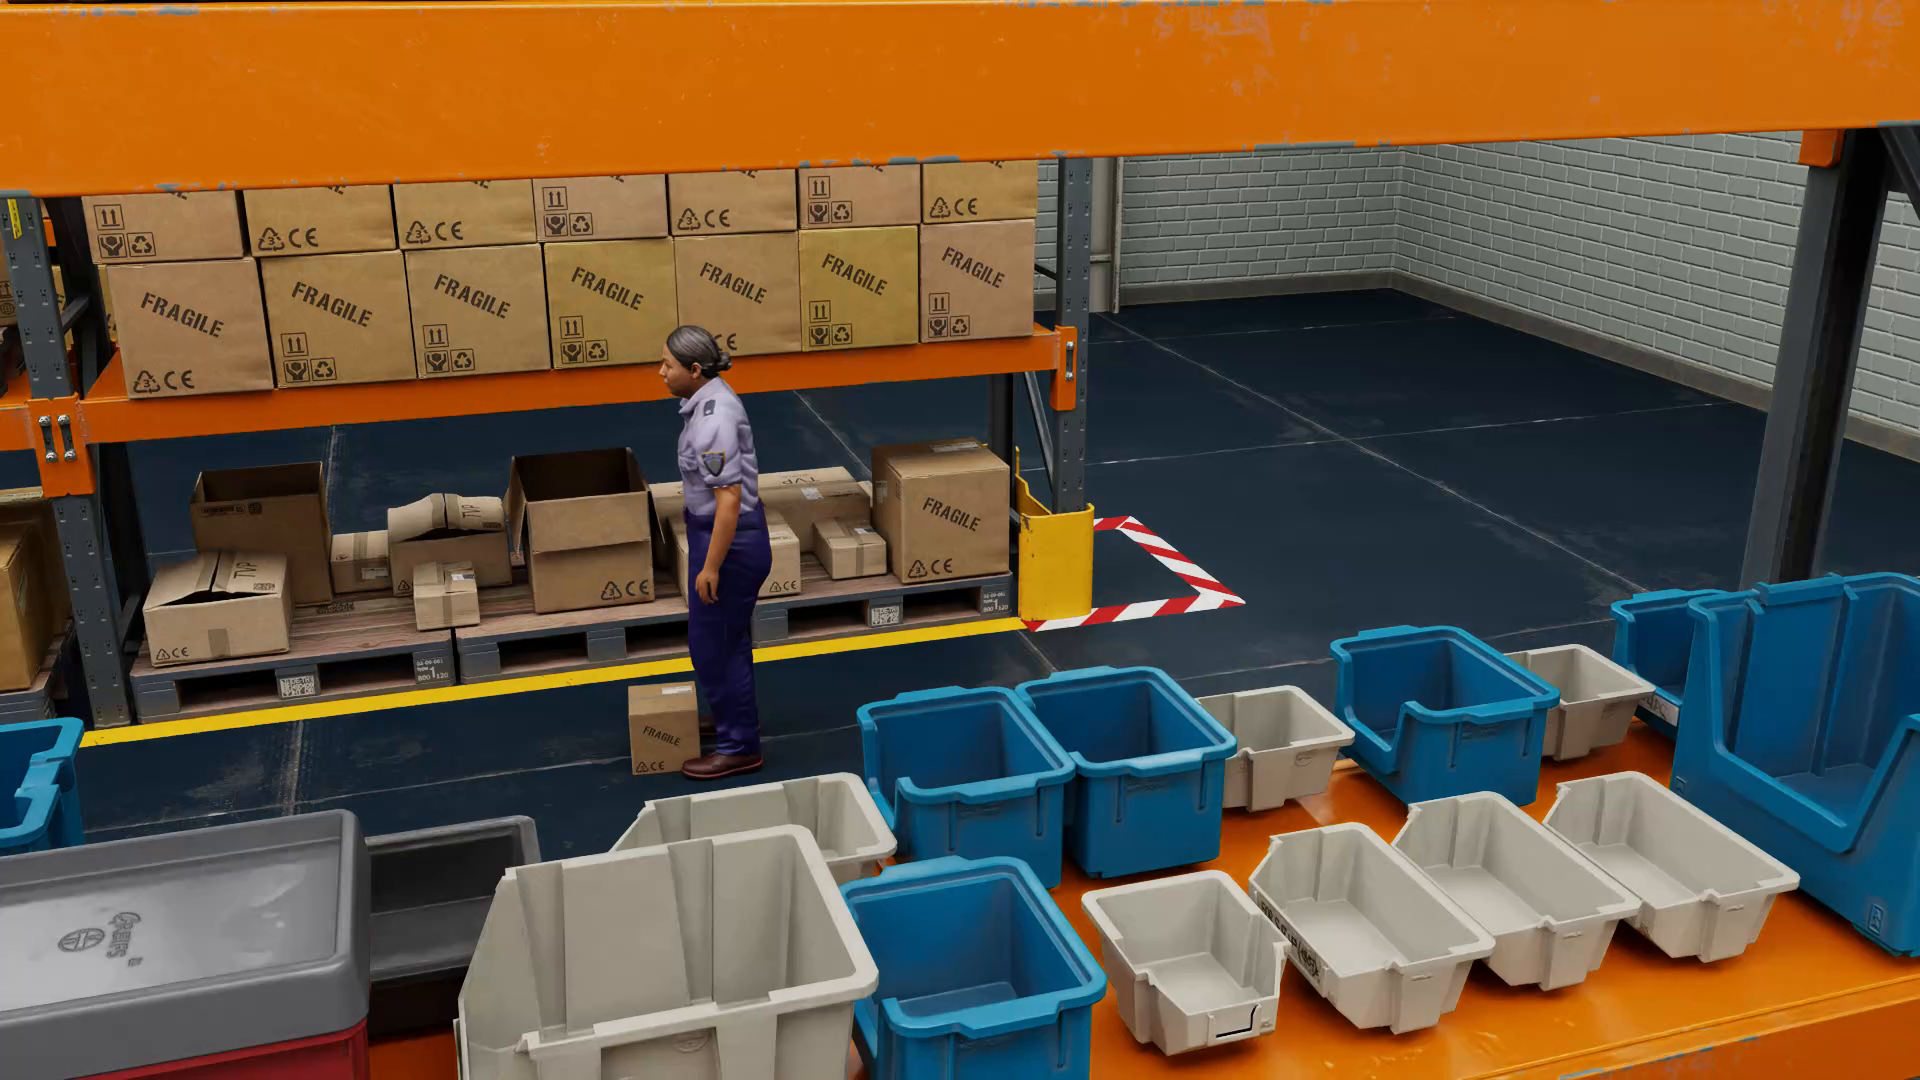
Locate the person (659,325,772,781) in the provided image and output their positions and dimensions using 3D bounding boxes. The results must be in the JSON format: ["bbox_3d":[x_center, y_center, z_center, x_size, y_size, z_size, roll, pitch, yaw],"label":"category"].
[{"bbox_3d":[-0.881,0.031,5.989,0.330,1.653,0.562,-3,20,-8],"label":"person"}]
